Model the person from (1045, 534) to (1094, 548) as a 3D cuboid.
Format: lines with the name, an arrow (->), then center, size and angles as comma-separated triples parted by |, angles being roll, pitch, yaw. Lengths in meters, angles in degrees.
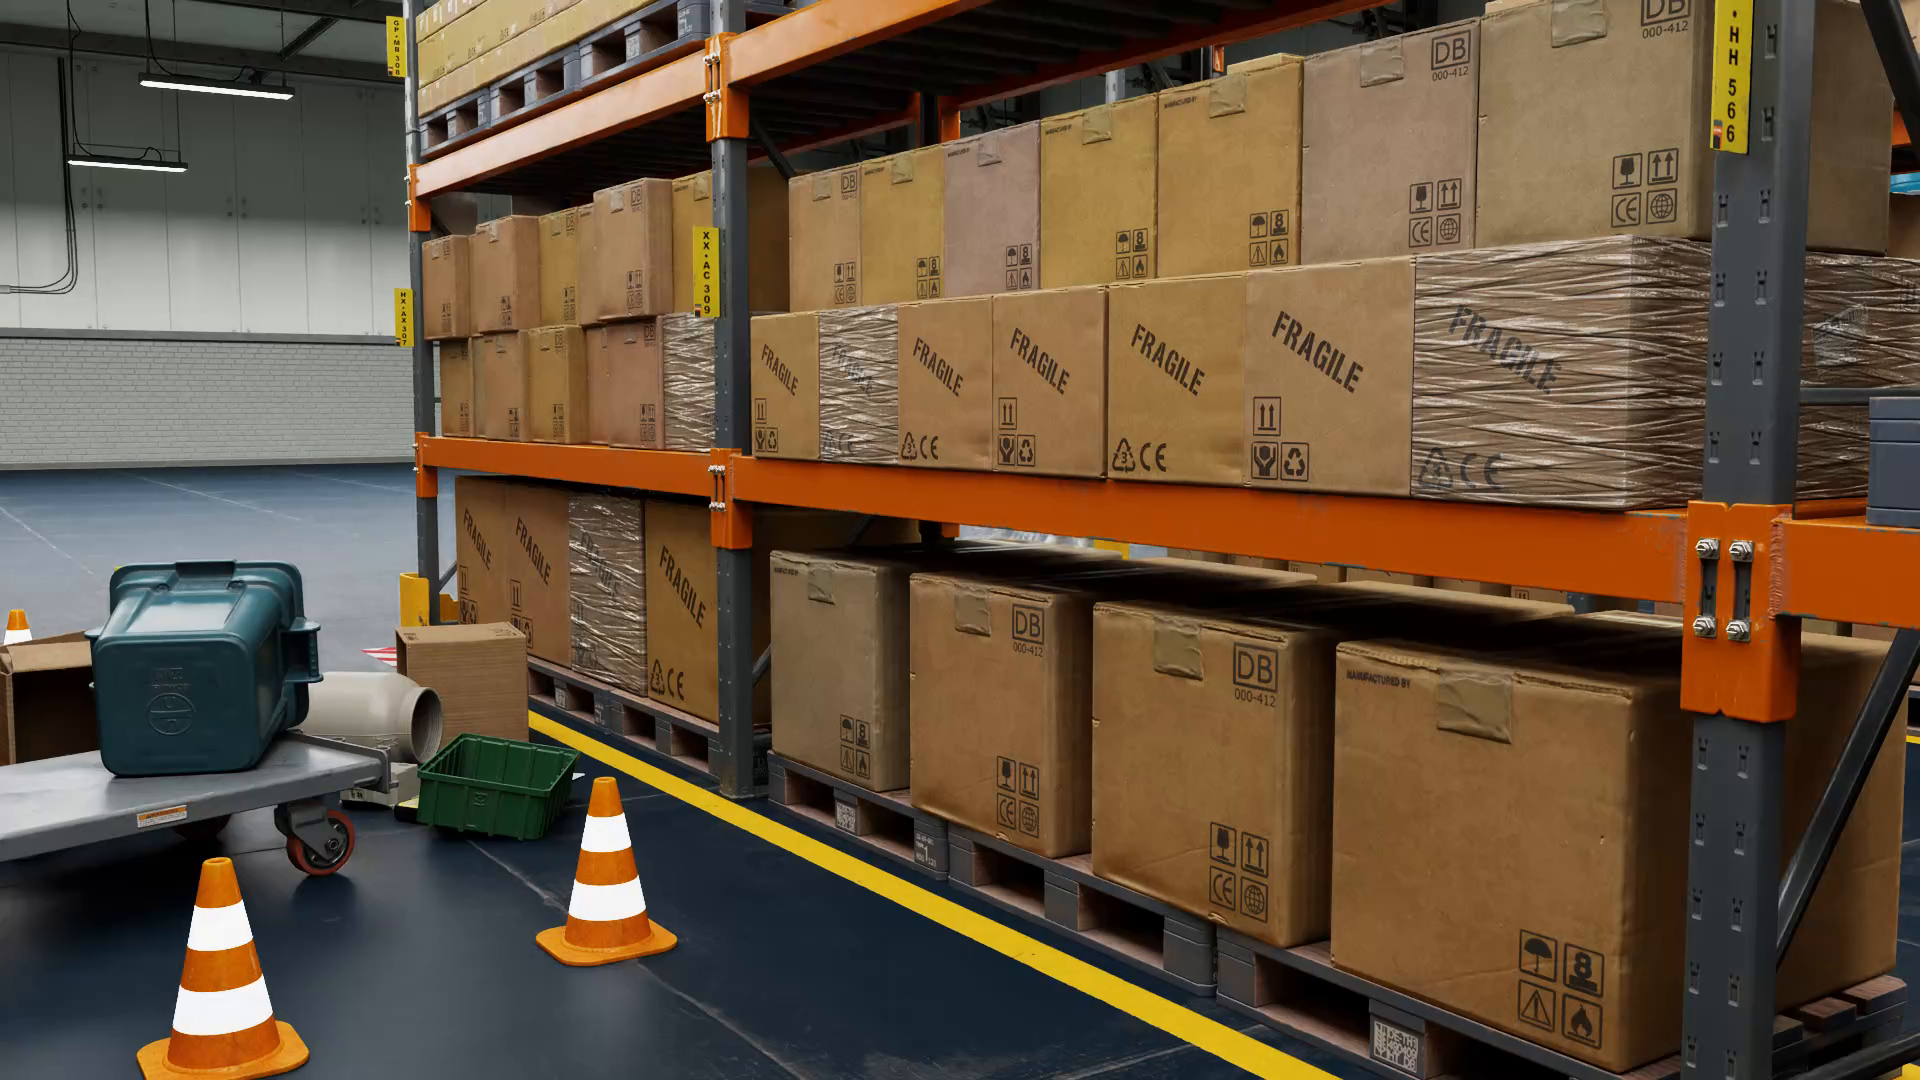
person -> 0.986, -0.480, 13.568 | 0.913, 1.635, 0.517 | -3, 5, -29
